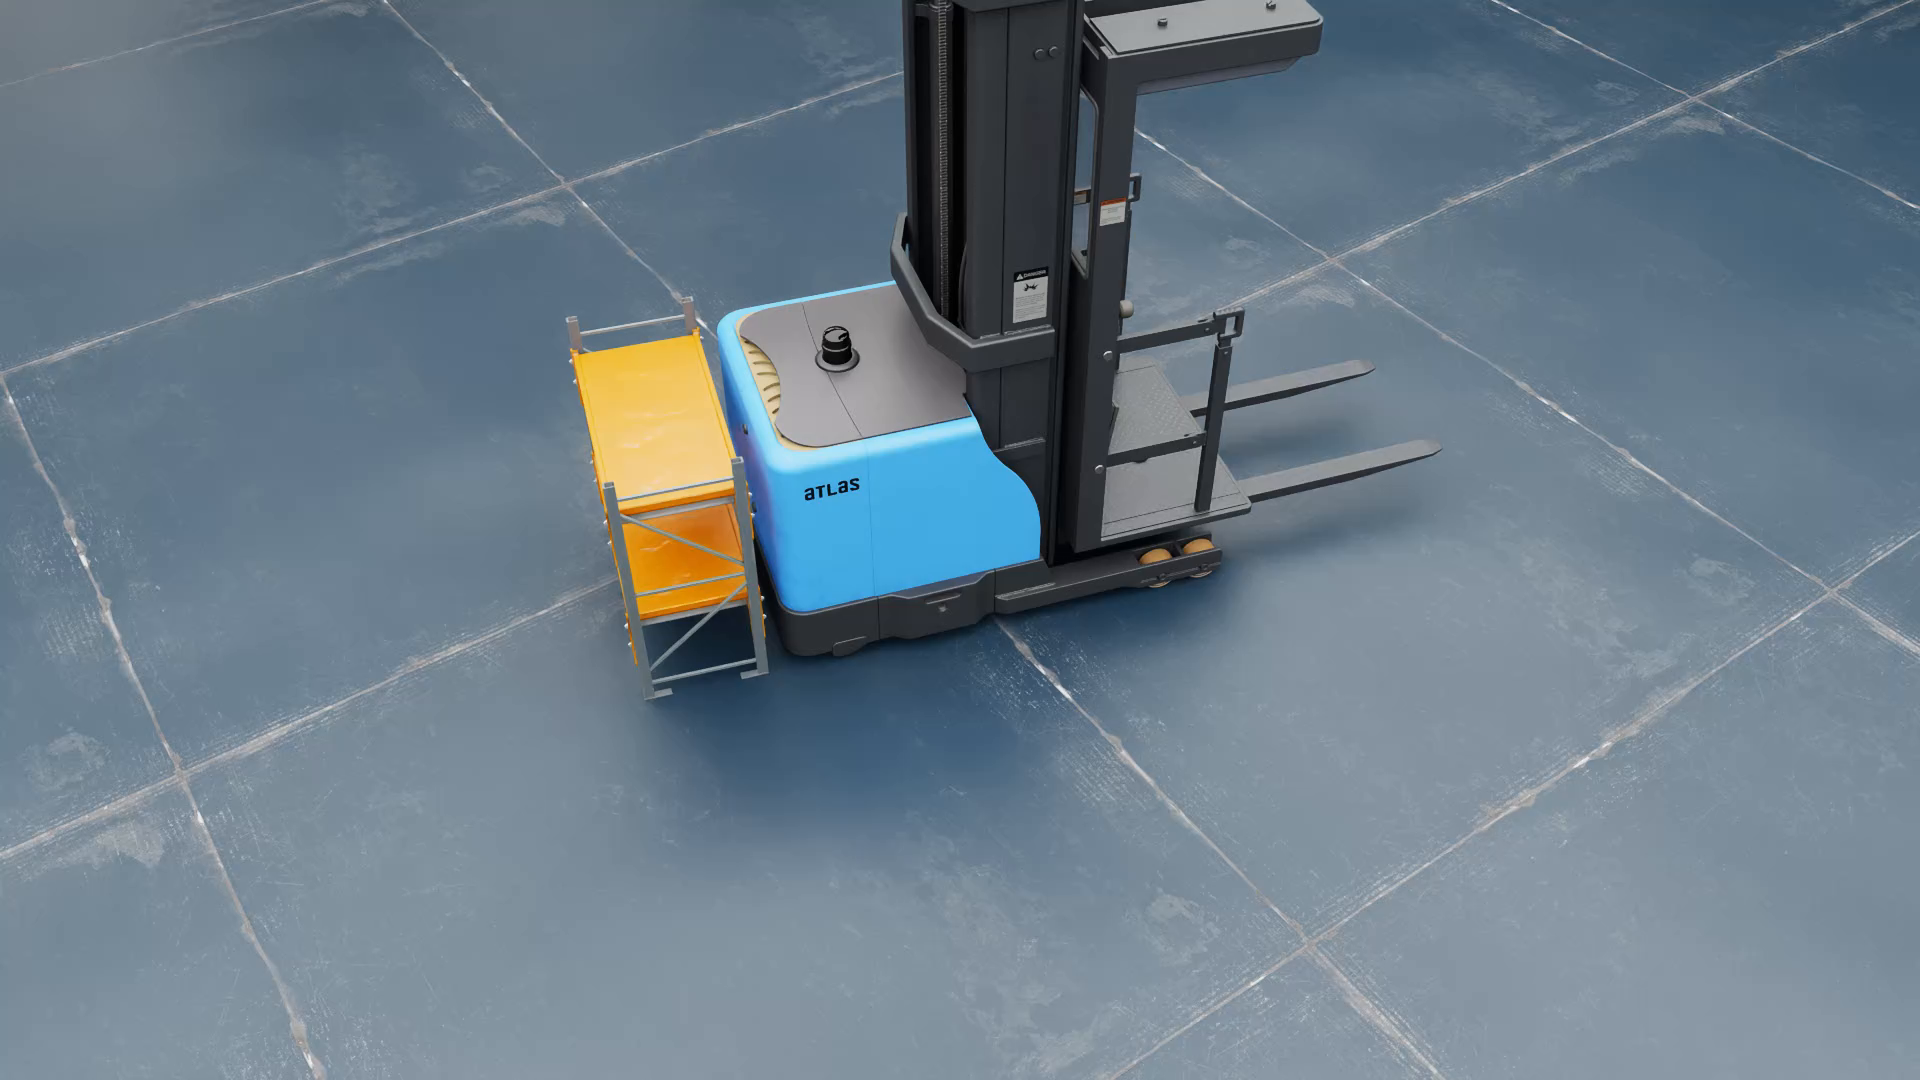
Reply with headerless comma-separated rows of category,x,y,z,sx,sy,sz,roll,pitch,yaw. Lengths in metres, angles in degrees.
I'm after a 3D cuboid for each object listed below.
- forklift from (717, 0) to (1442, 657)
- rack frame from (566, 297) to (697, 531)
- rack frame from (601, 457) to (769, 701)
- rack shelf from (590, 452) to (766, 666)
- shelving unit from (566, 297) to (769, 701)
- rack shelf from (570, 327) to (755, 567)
forklift,0.591,-1.195,6.370,3.031,2.935,1.130,-13,45,-13
rack frame,-1.303,-0.504,6.954,0.500,1.125,0.032,-12,45,-12
rack frame,-1.011,0.168,6.250,0.500,1.125,0.032,-12,45,-12
rack shelf,-1.157,0.009,6.771,0.538,0.278,1.000,-12,45,-12
shelving unit,-1.157,-0.168,6.602,0.538,1.125,1.048,-12,45,-12
rack shelf,-1.157,-0.379,6.400,0.538,0.278,1.000,-12,45,-12
